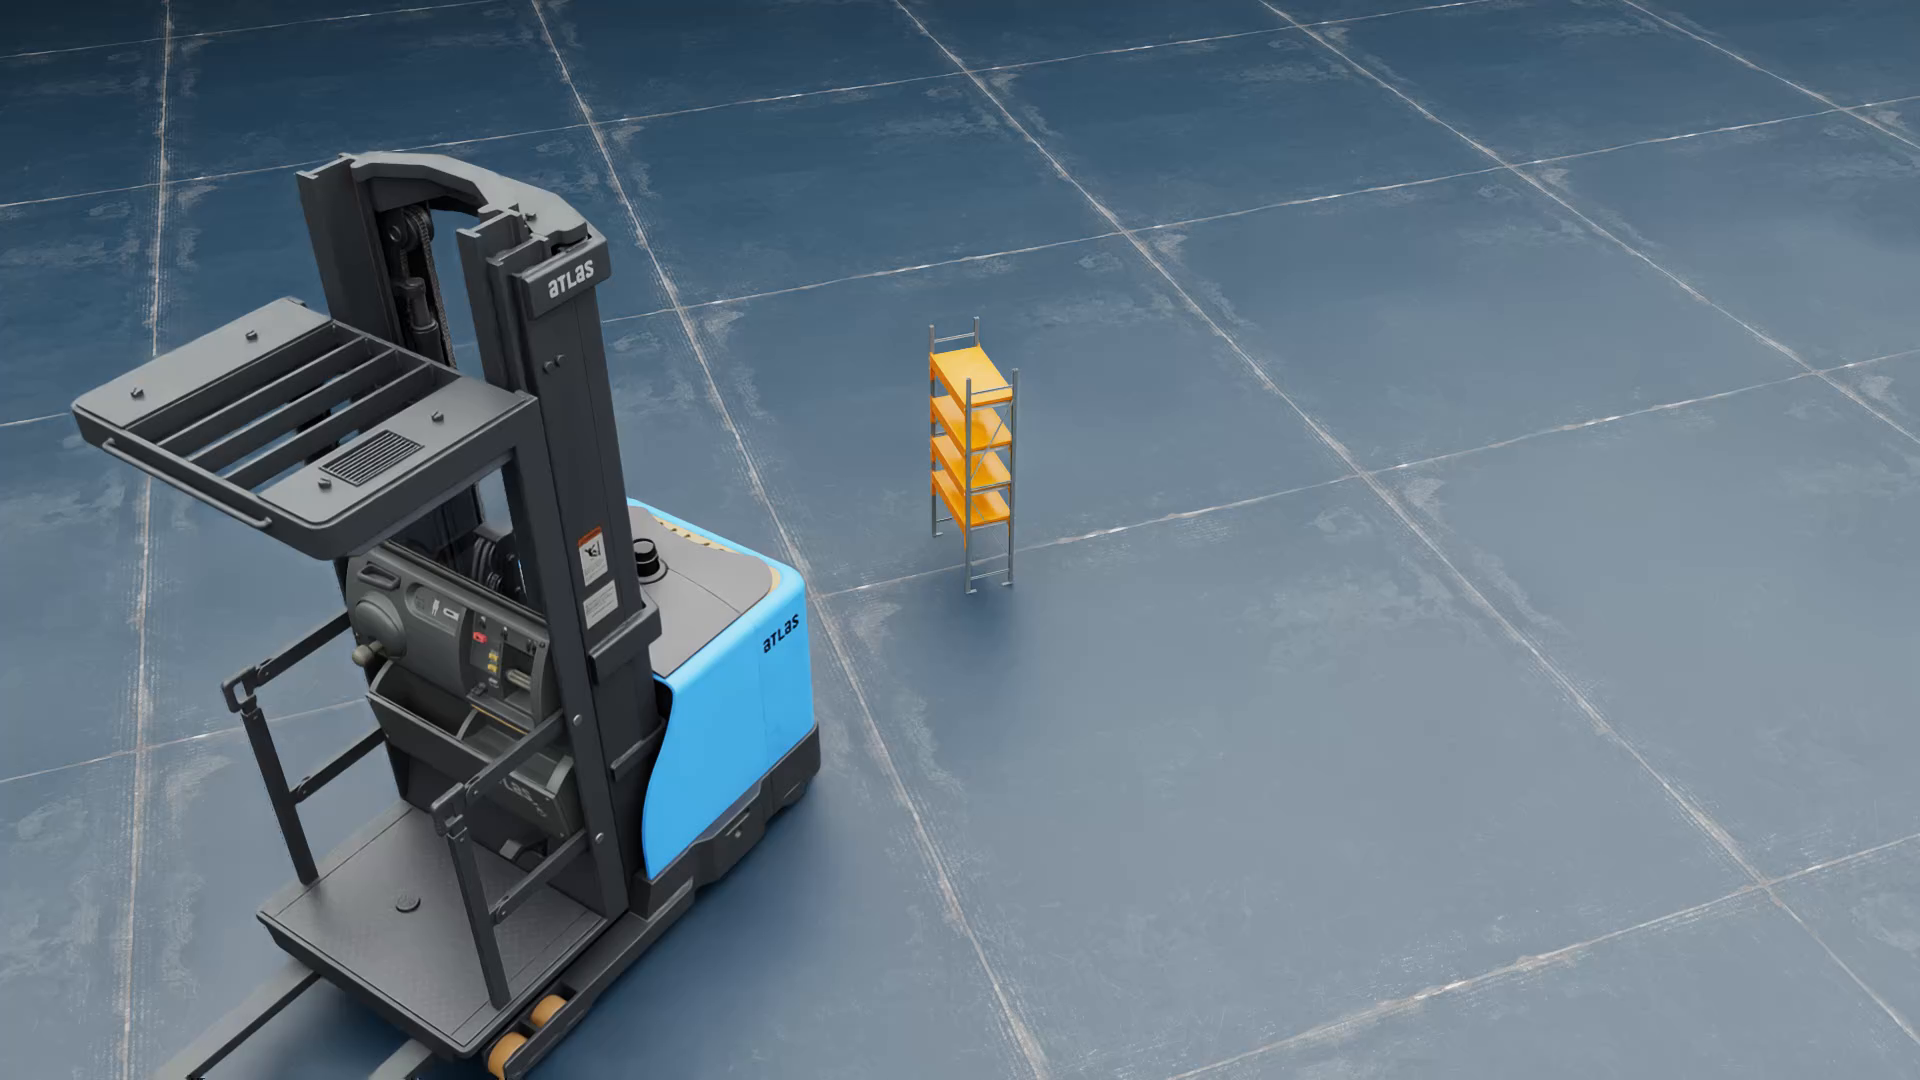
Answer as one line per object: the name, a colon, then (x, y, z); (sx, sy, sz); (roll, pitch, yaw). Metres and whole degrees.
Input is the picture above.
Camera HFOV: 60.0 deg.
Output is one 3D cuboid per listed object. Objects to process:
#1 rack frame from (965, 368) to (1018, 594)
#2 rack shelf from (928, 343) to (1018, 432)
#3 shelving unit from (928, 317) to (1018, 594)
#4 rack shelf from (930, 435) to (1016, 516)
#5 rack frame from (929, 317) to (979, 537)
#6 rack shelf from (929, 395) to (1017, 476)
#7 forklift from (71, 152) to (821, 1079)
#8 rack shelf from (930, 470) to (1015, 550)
rack frame: (0.141, -0.248, 7.642); (0.240, 1.200, 0.015); (-12, 39, -16)
rack shelf: (0.057, -0.700, 7.589); (0.258, 0.148, 0.480); (-12, 39, -16)
shelving unit: (0.057, -0.386, 7.825); (0.258, 1.200, 0.503); (-12, 39, -16)
rack shelf: (0.057, -0.332, 7.866); (0.258, 0.148, 0.480); (-12, 39, -16)
rack frame: (-0.027, -0.524, 8.008); (0.240, 1.200, 0.015); (-12, 39, -16)
rack shelf: (0.057, -0.511, 7.731); (0.258, 0.148, 0.480); (-12, 39, -16)
forklift: (-1.816, 0.388, 5.359); (1.130, 2.935, 3.031); (22, 42, 26)
rack shelf: (0.057, -0.173, 7.985); (0.258, 0.148, 0.480); (-12, 39, -16)
